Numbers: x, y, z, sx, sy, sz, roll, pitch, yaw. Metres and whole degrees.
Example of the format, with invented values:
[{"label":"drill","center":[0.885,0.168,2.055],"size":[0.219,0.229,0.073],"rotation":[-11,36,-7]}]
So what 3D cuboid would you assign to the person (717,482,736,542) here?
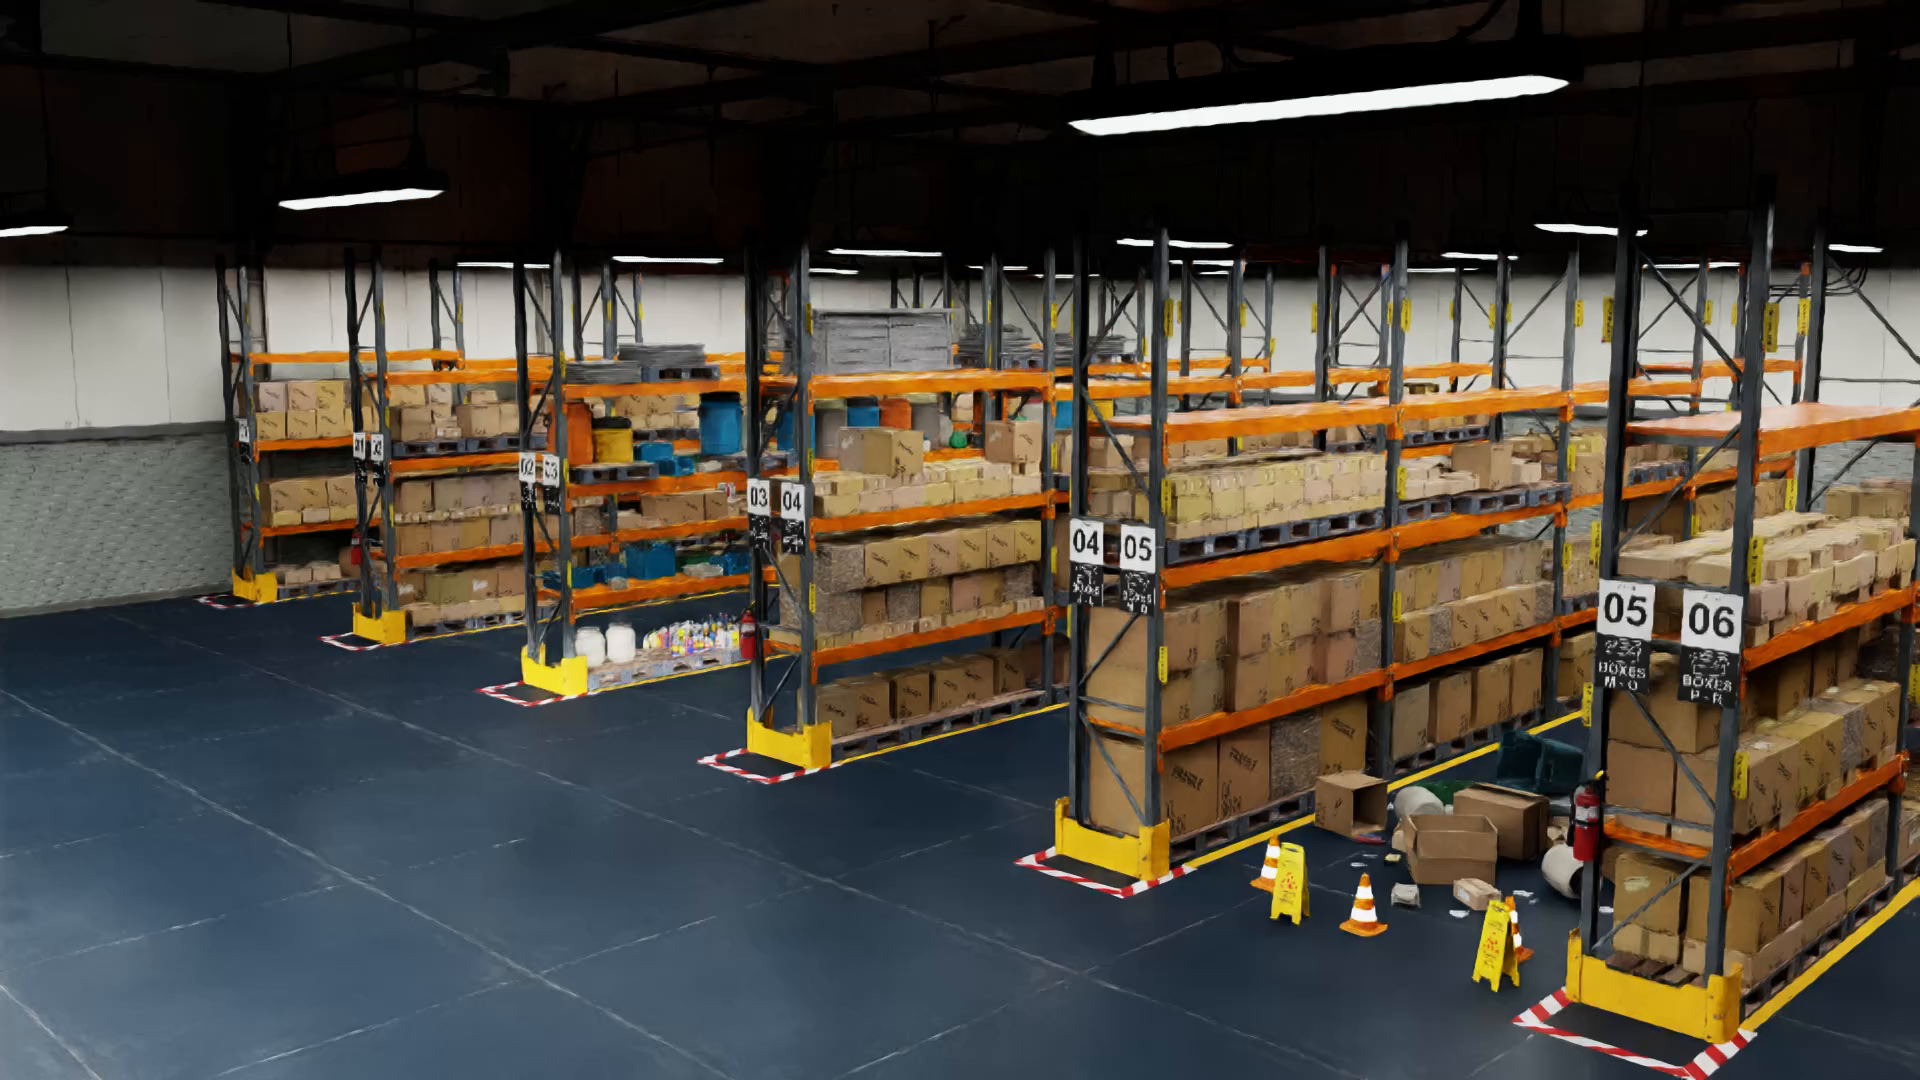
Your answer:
[{"label":"person","center":[-4.814,-0.657,34.700],"size":[0.398,1.793,0.659],"rotation":[4,9,24]}]

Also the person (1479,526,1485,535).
[{"label":"person","center":[8.665,0.491,27.420],"size":[0.610,1.628,0.512],"rotation":[7,11,42]}]
